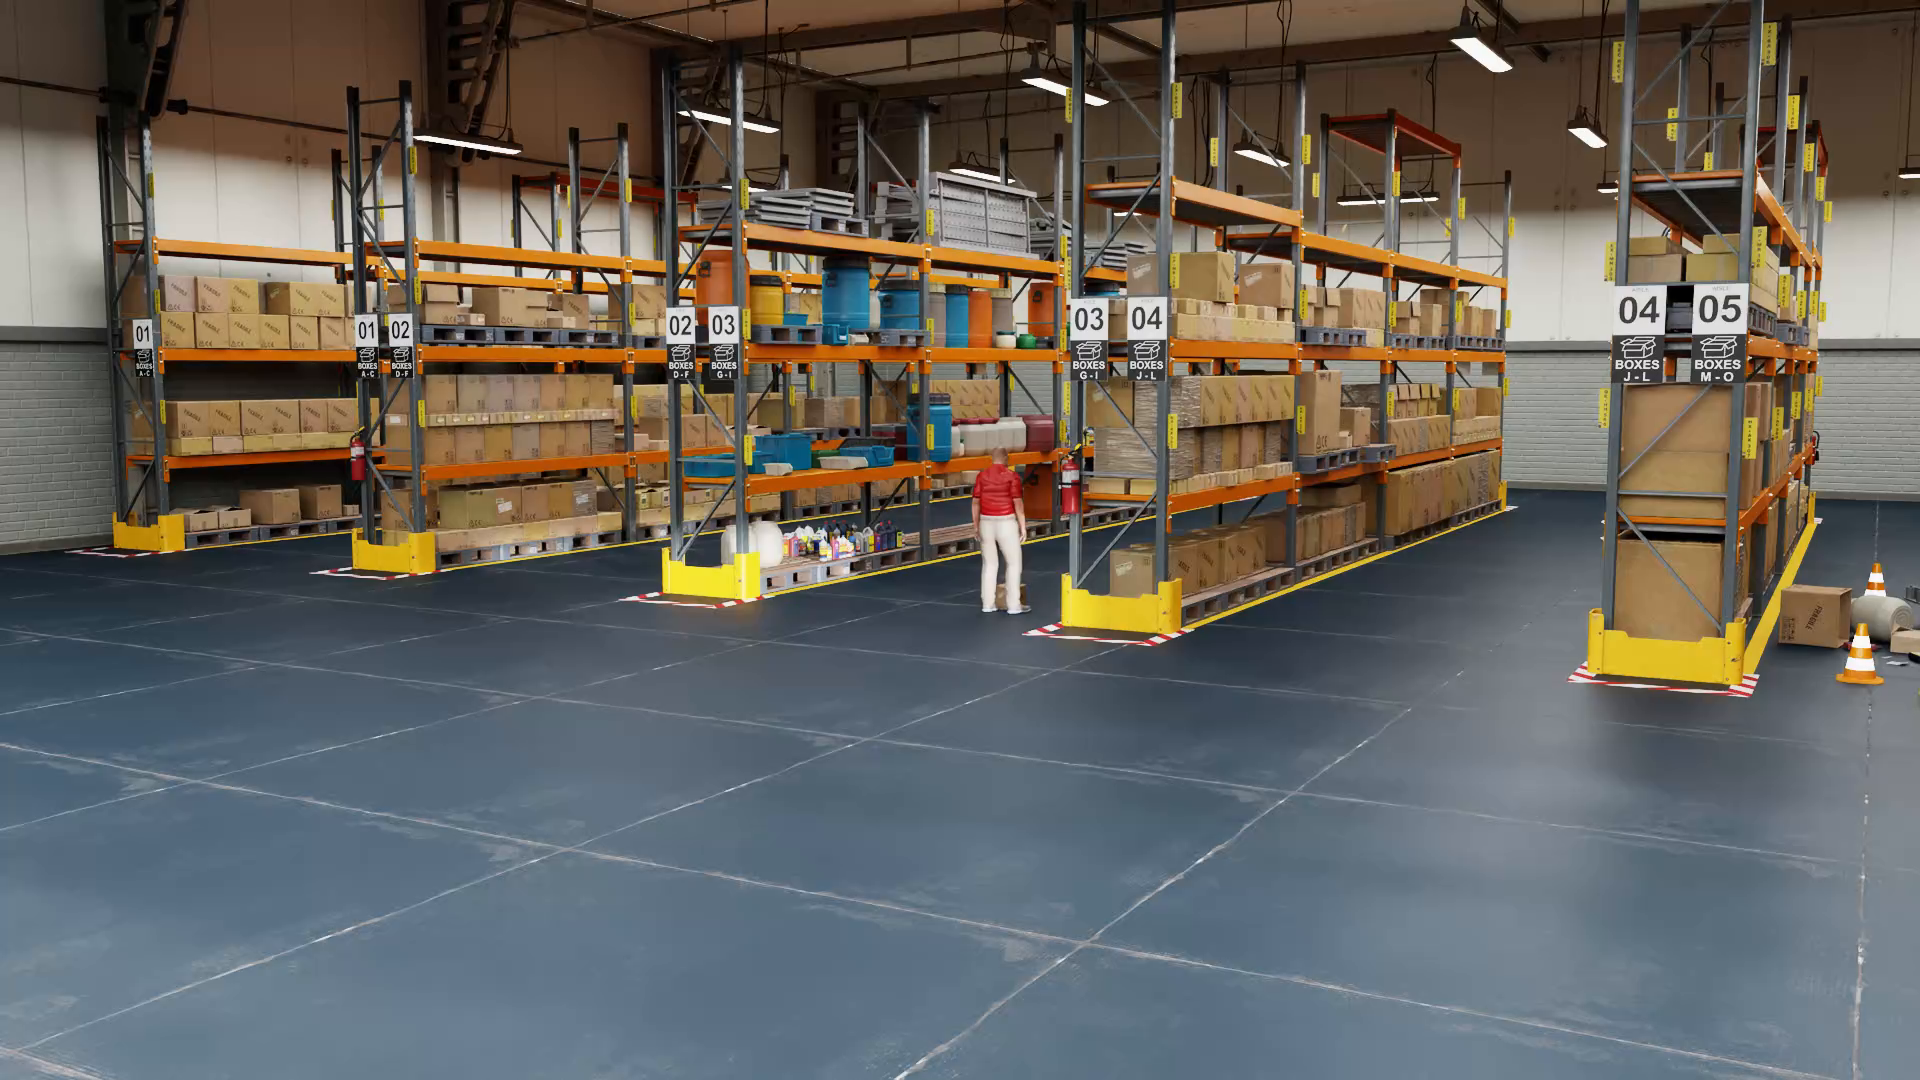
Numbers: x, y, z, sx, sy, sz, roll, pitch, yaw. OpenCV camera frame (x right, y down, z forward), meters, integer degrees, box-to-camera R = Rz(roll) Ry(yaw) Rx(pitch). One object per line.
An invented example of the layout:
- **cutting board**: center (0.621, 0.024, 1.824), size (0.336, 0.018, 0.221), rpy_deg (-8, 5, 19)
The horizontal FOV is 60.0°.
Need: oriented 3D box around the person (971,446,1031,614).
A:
- **person**: center (0.416, -0.109, 17.258), size (0.602, 1.726, 0.390), rpy_deg (3, 6, 25)
